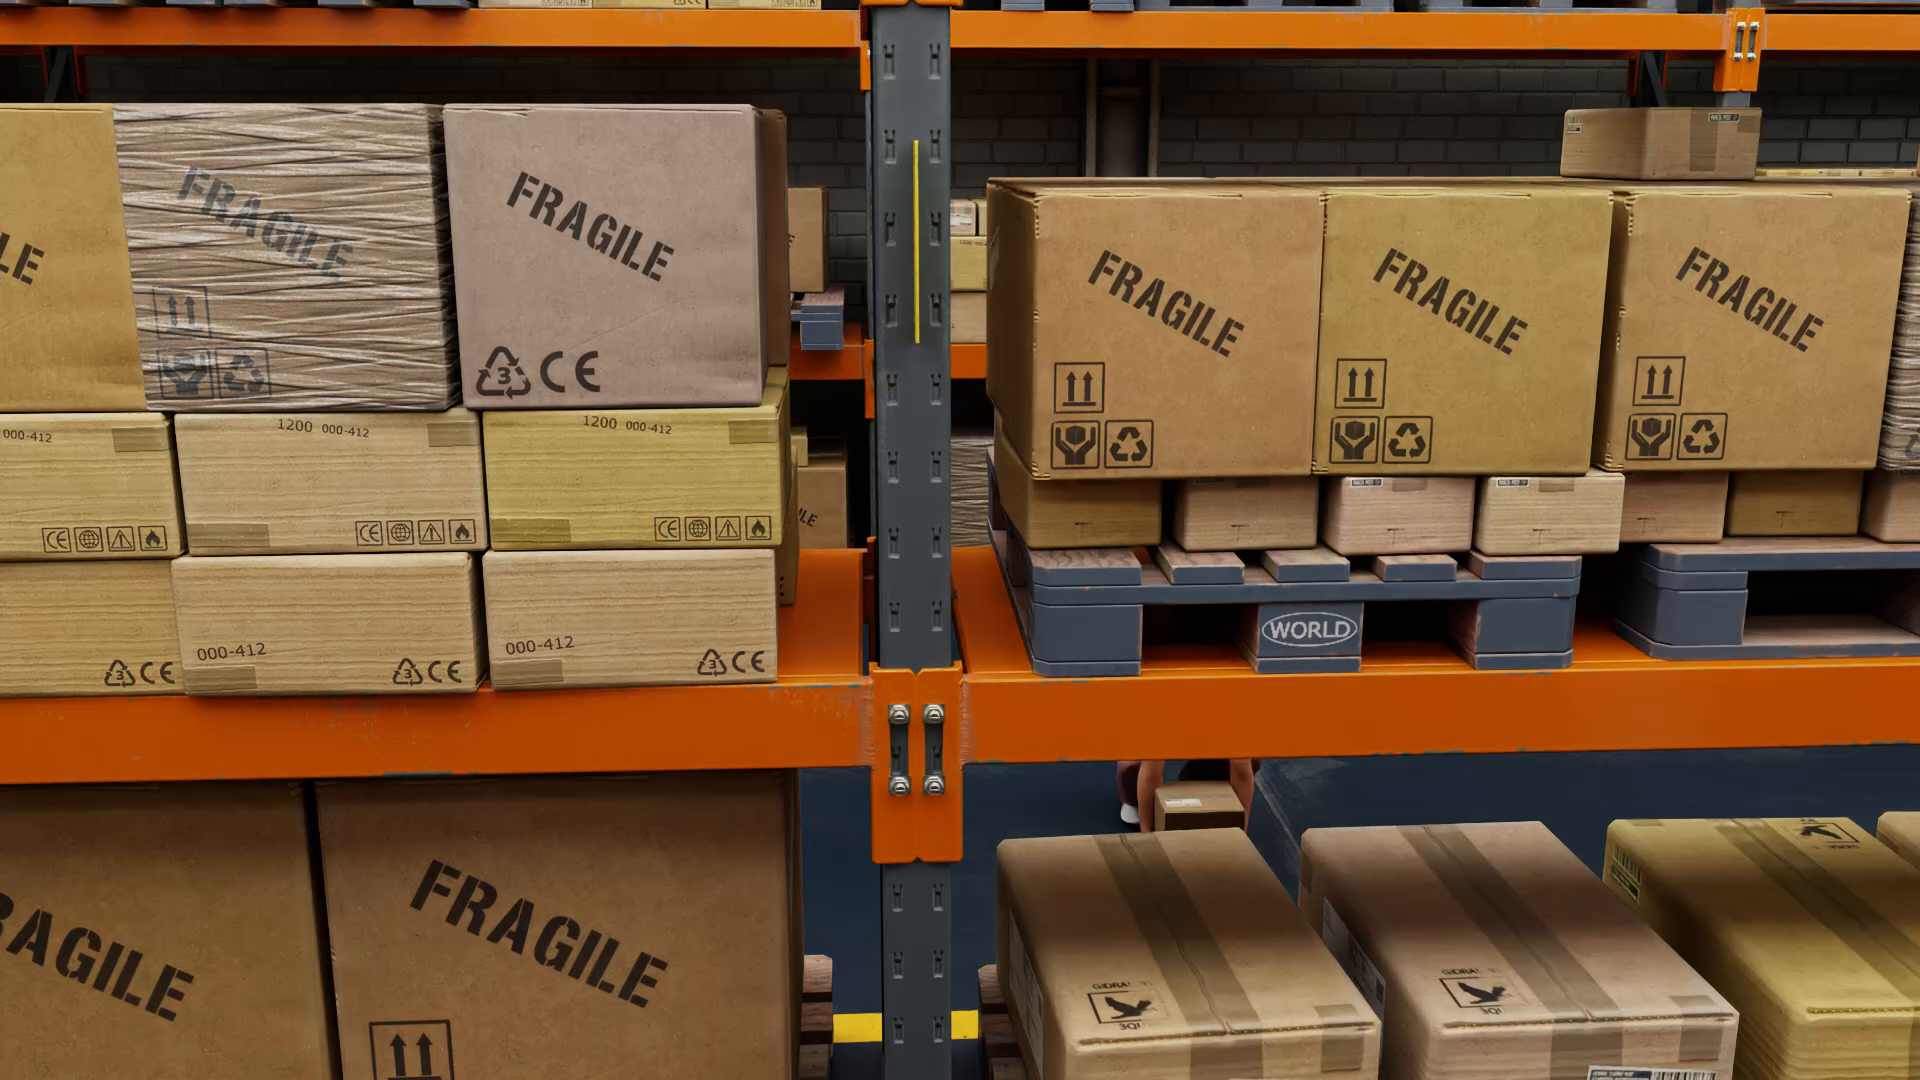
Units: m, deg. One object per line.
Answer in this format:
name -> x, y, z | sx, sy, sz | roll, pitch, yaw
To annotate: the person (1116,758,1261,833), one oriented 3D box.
person -> 0.736, 0.648, 5.457 | 0.471, 0.816, 0.836 | -1, 14, -4
